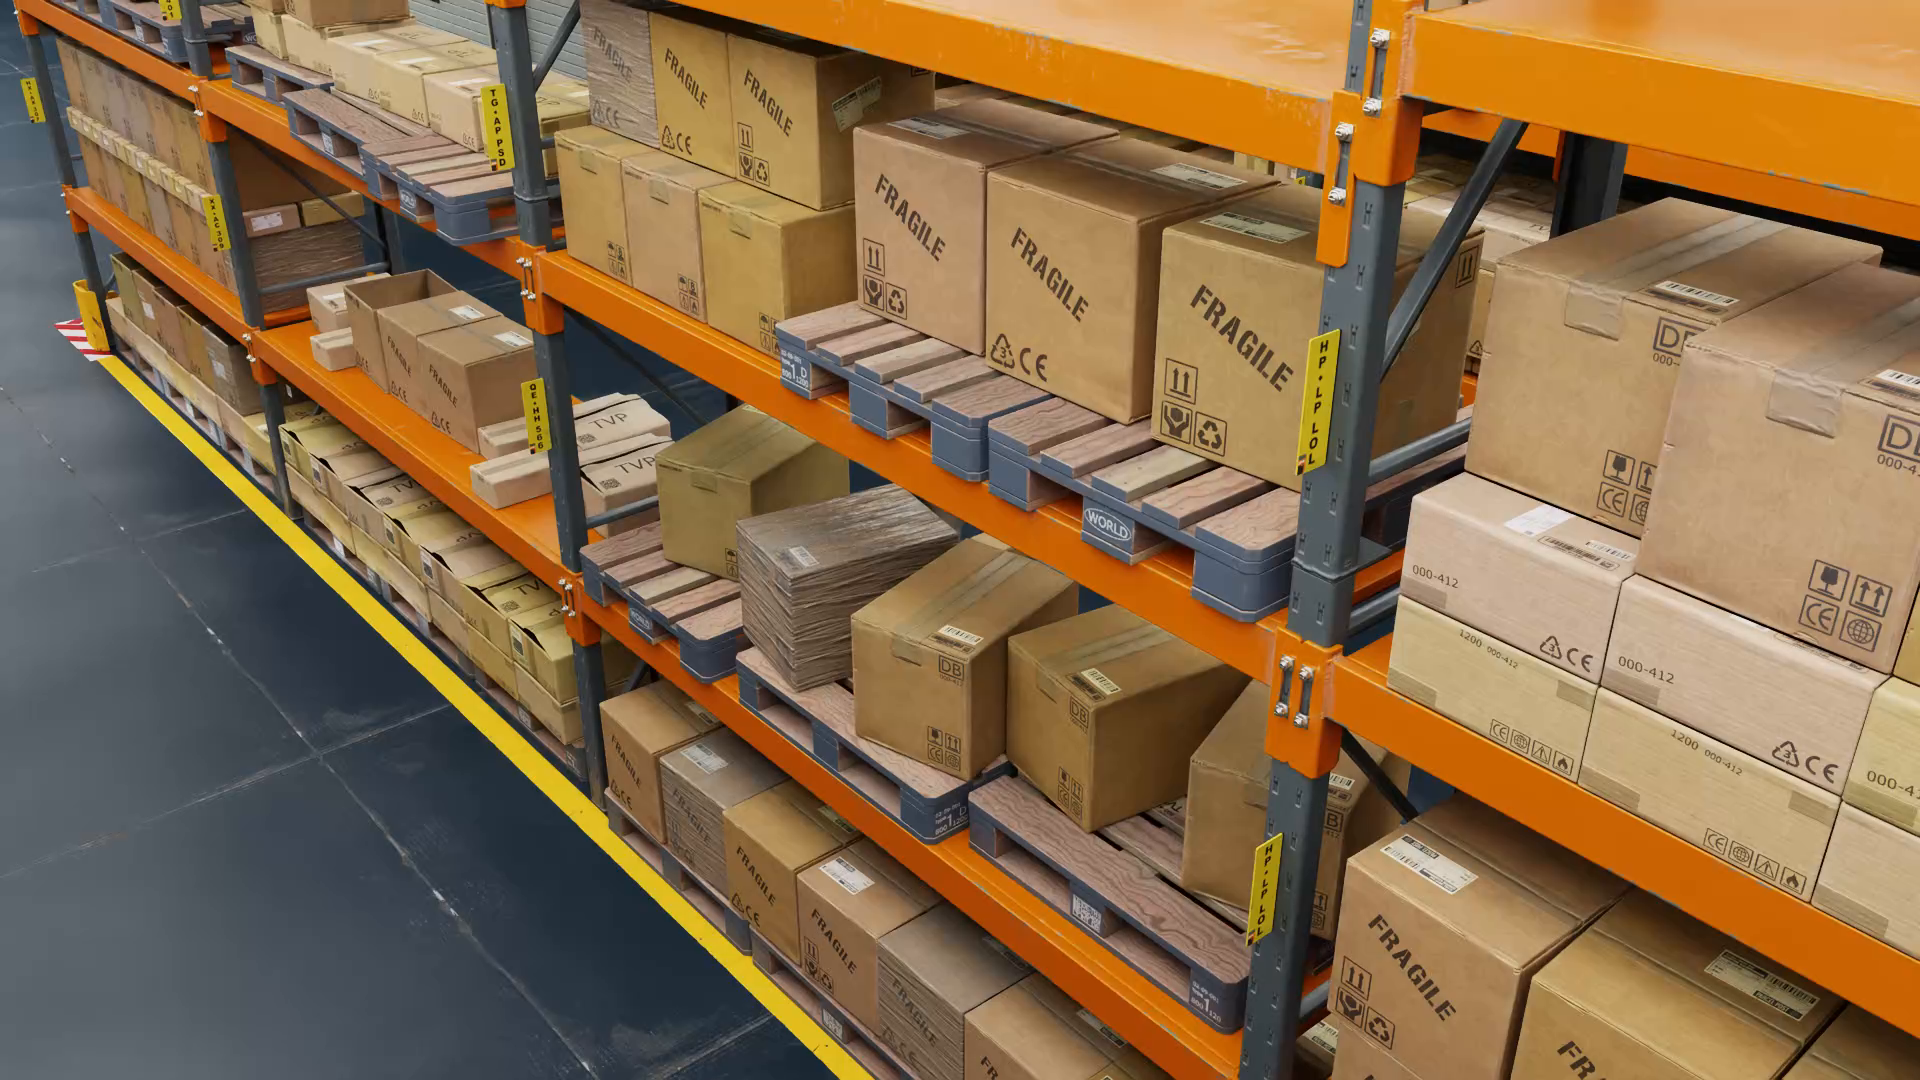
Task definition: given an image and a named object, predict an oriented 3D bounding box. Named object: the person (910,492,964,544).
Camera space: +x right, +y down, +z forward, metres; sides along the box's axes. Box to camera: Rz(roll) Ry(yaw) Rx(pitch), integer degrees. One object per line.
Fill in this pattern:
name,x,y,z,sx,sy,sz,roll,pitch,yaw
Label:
person,-0.115,-0.409,9.421,0.530,1.743,0.555,-21,34,-33
